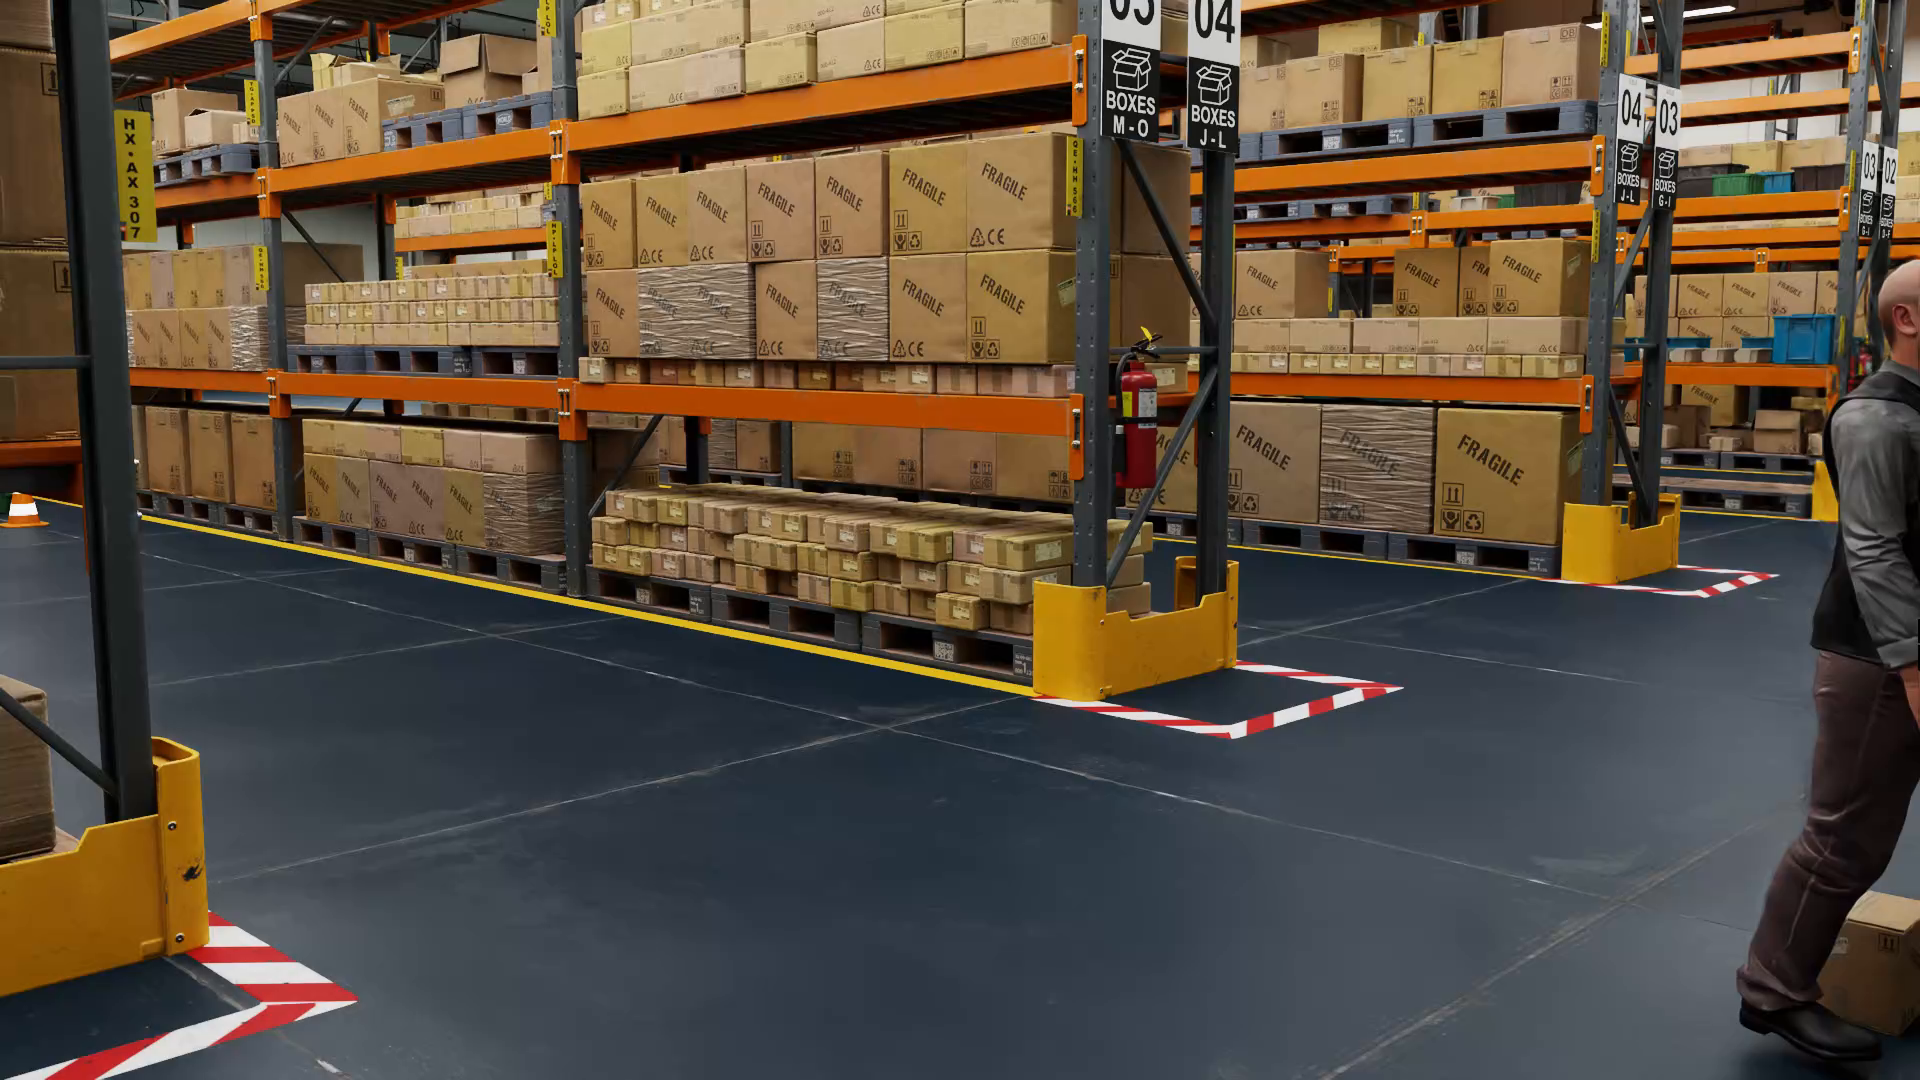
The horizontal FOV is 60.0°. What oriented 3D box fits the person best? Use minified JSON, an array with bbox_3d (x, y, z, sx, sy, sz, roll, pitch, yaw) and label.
[{"bbox_3d":[2.000,0.313,3.428,0.572,1.776,0.691,-5,8,-35],"label":"person"}]
